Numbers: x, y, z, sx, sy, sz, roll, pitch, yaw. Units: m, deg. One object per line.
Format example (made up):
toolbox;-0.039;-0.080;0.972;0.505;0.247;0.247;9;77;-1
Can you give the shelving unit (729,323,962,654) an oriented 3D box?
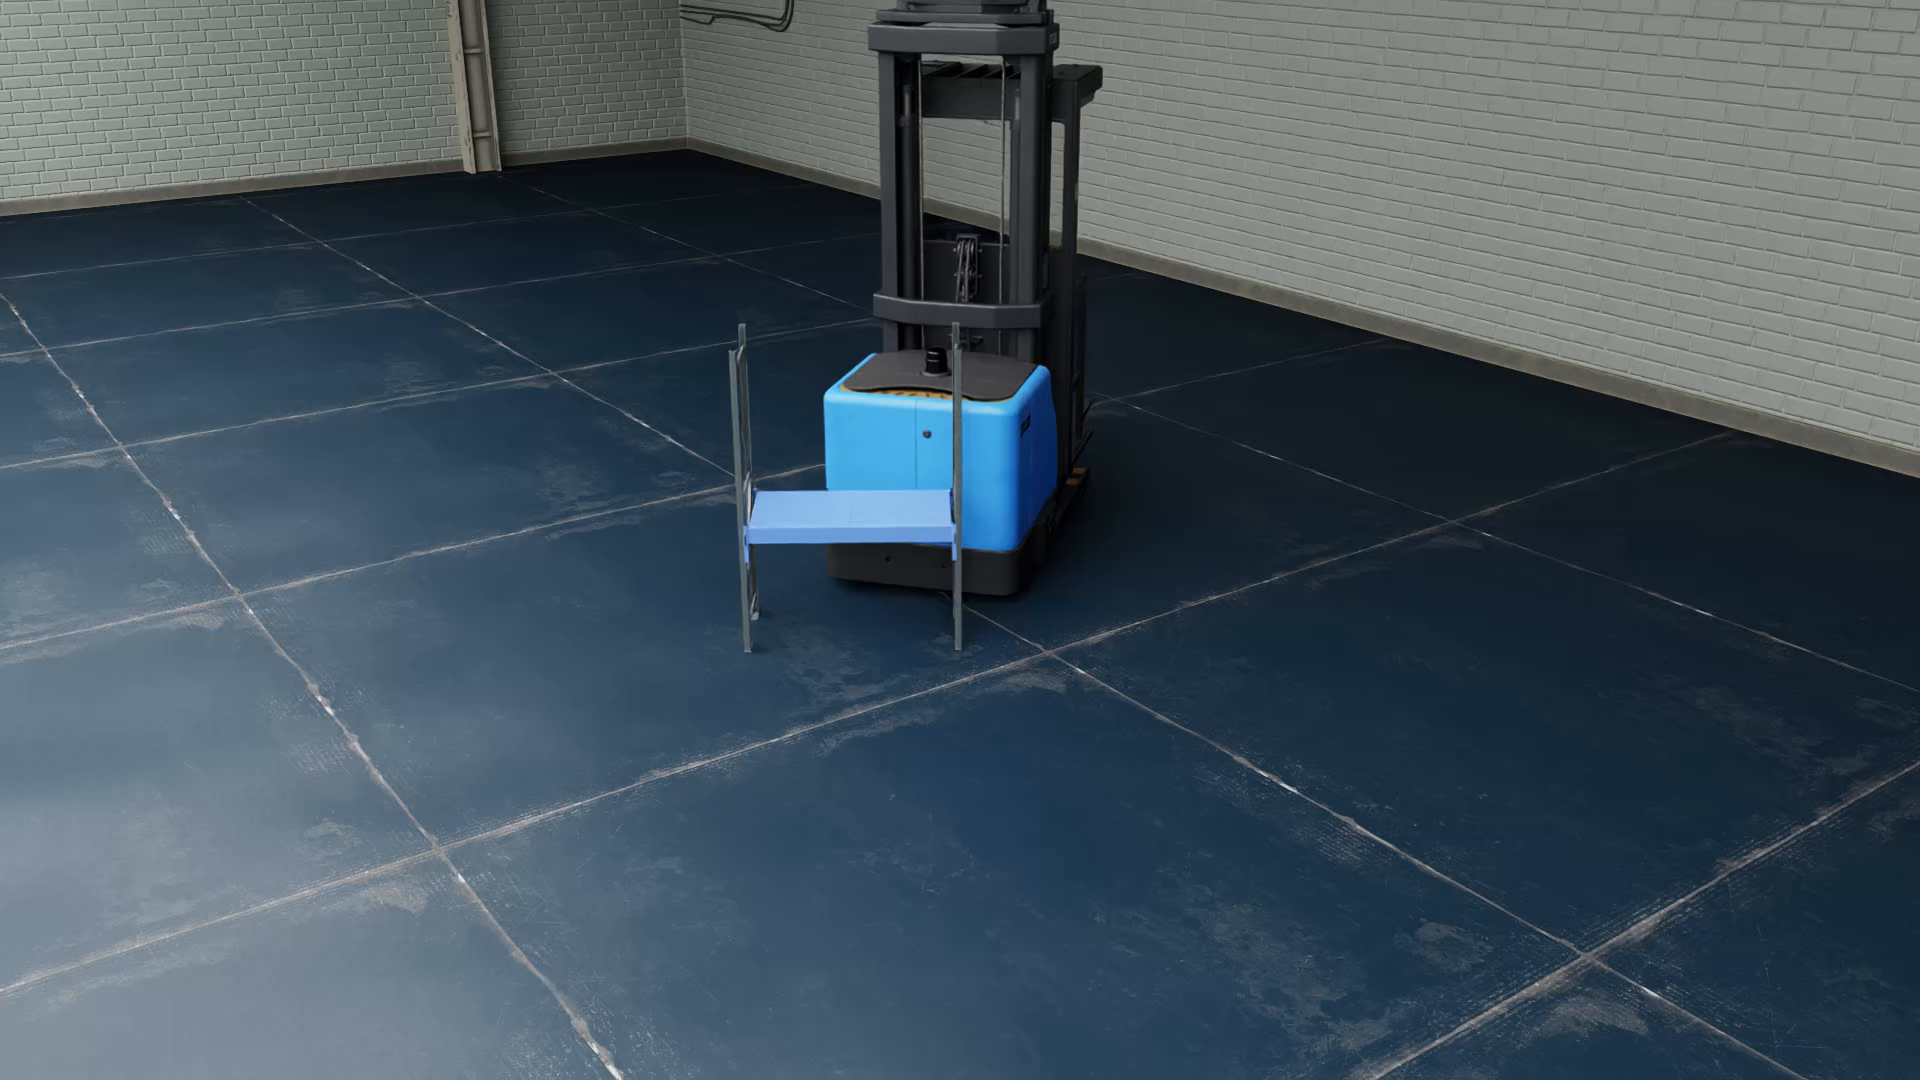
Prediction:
shelving unit;-0.522;-0.246;7.989;1.048;1.500;0.538;-1;22;-2

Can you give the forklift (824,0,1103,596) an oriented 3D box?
forklift;0.167;-1.593;9.434;1.130;2.935;3.031;6;22;14

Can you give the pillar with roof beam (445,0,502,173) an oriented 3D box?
pillar with roof beam;-3.574;-7.599;16.298;0.400;9.000;9.100;-15;26;-33

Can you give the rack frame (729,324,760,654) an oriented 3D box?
rack frame;-1.030;-0.241;7.976;0.032;1.500;0.500;-1;22;-2

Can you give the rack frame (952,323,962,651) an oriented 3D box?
rack frame;-0.014;-0.251;8.003;0.032;1.500;0.500;-1;22;-2

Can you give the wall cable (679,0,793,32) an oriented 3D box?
wall cable;-2.924;-7.692;20.721;0.112;2.526;3.097;-15;26;-33

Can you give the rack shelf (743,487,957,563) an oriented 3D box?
rack shelf;-0.522;-0.079;8.056;1.000;0.185;0.538;-1;22;-2
